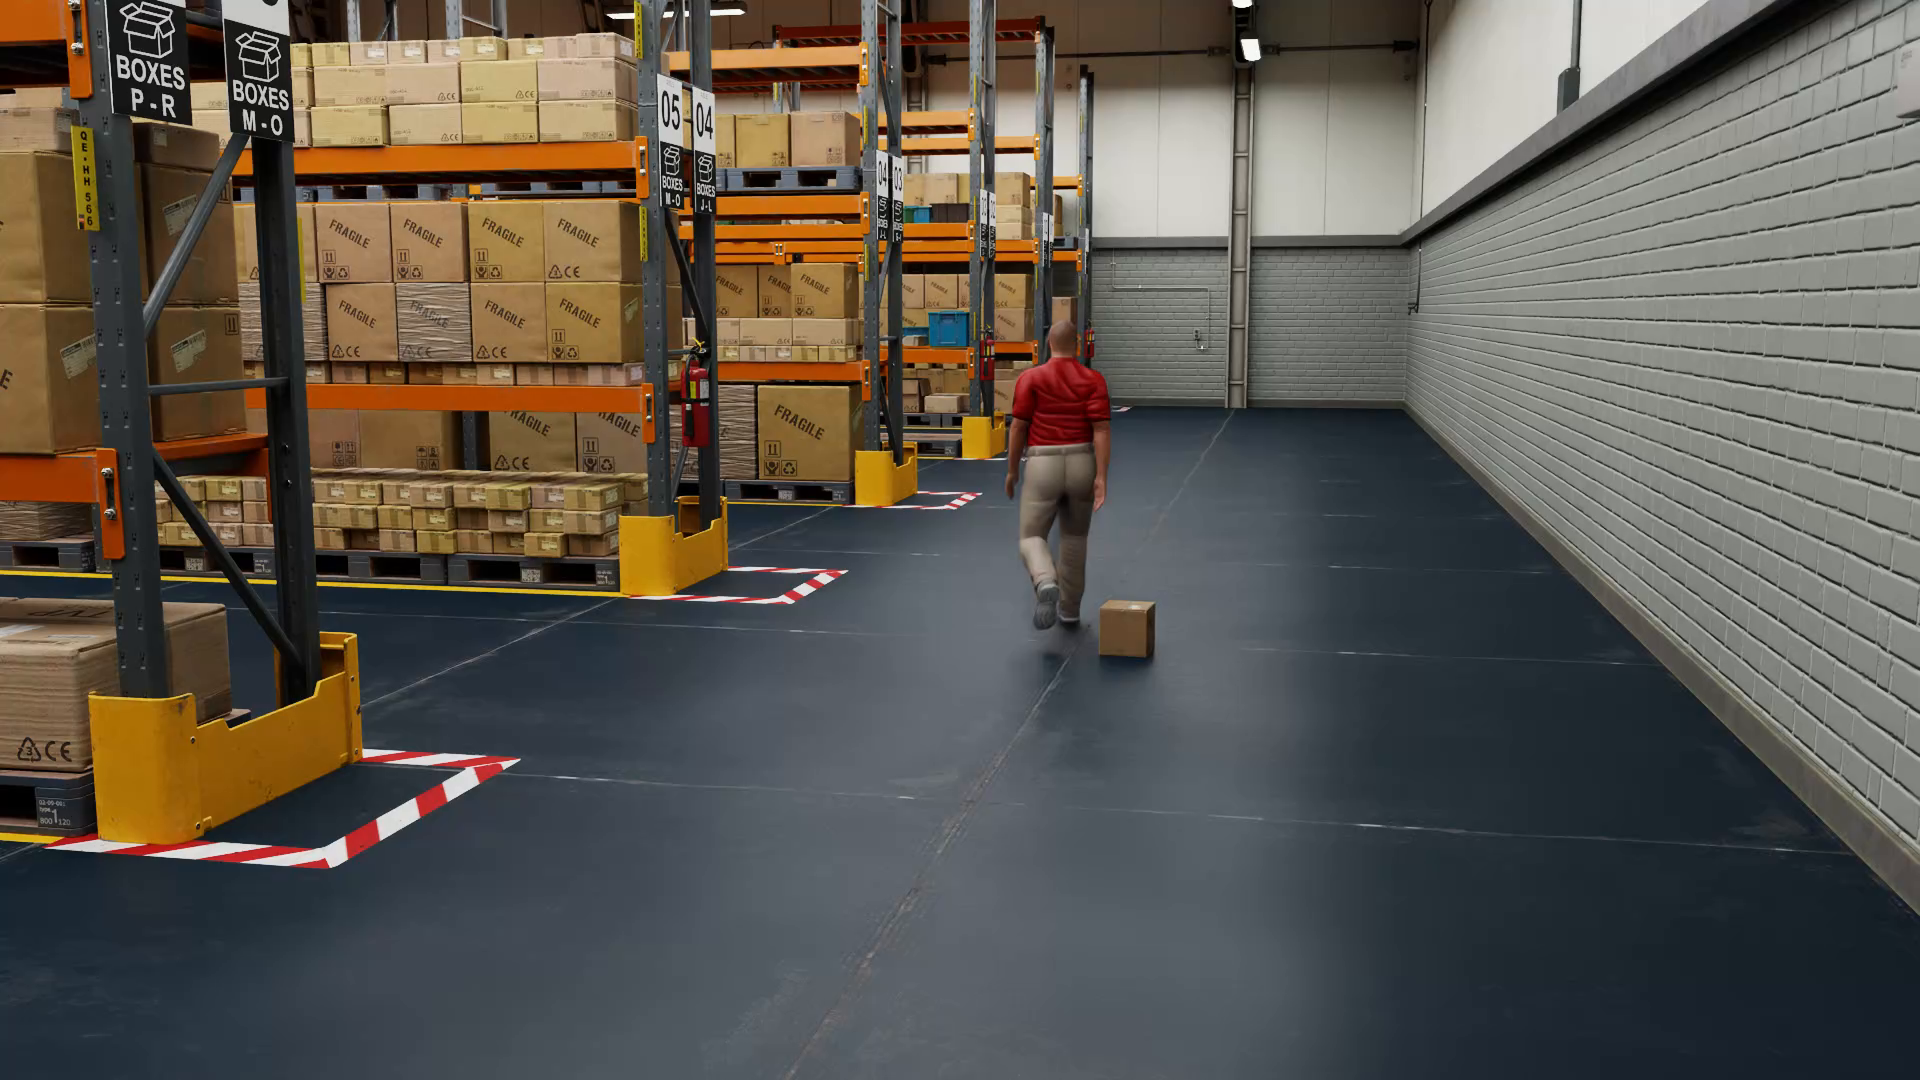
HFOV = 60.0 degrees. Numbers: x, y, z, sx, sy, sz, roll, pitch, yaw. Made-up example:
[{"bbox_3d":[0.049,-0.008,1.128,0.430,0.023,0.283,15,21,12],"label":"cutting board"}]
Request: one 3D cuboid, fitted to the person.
[{"bbox_3d":[0.543,-0.354,9.125,0.551,1.696,0.831,-1,8,-6],"label":"person"}]
